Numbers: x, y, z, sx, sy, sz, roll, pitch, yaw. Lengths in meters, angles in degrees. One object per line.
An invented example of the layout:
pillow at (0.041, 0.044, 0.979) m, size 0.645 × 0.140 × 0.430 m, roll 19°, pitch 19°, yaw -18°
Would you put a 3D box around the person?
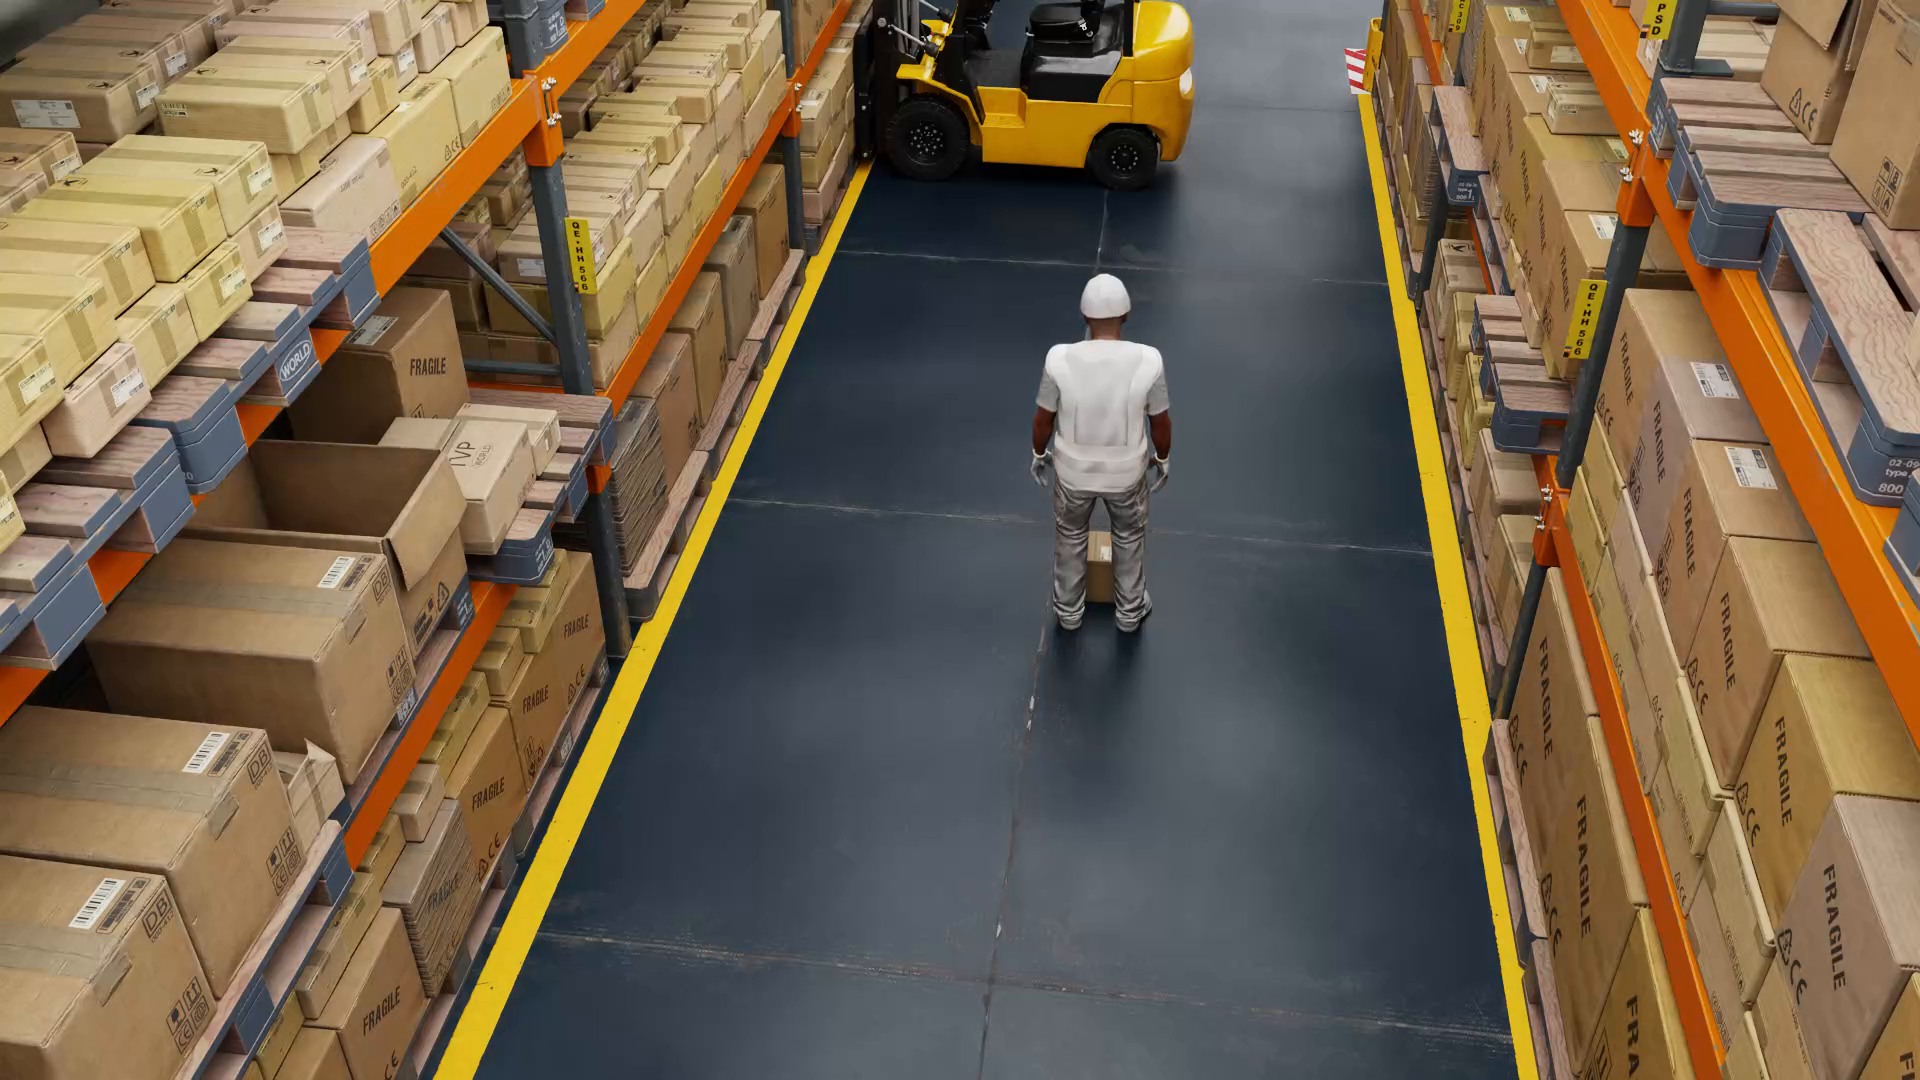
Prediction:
person at (0.638, -0.355, 7.524) m, size 0.629 × 1.774 × 0.453 m, roll 4°, pitch 36°, yaw 5°
